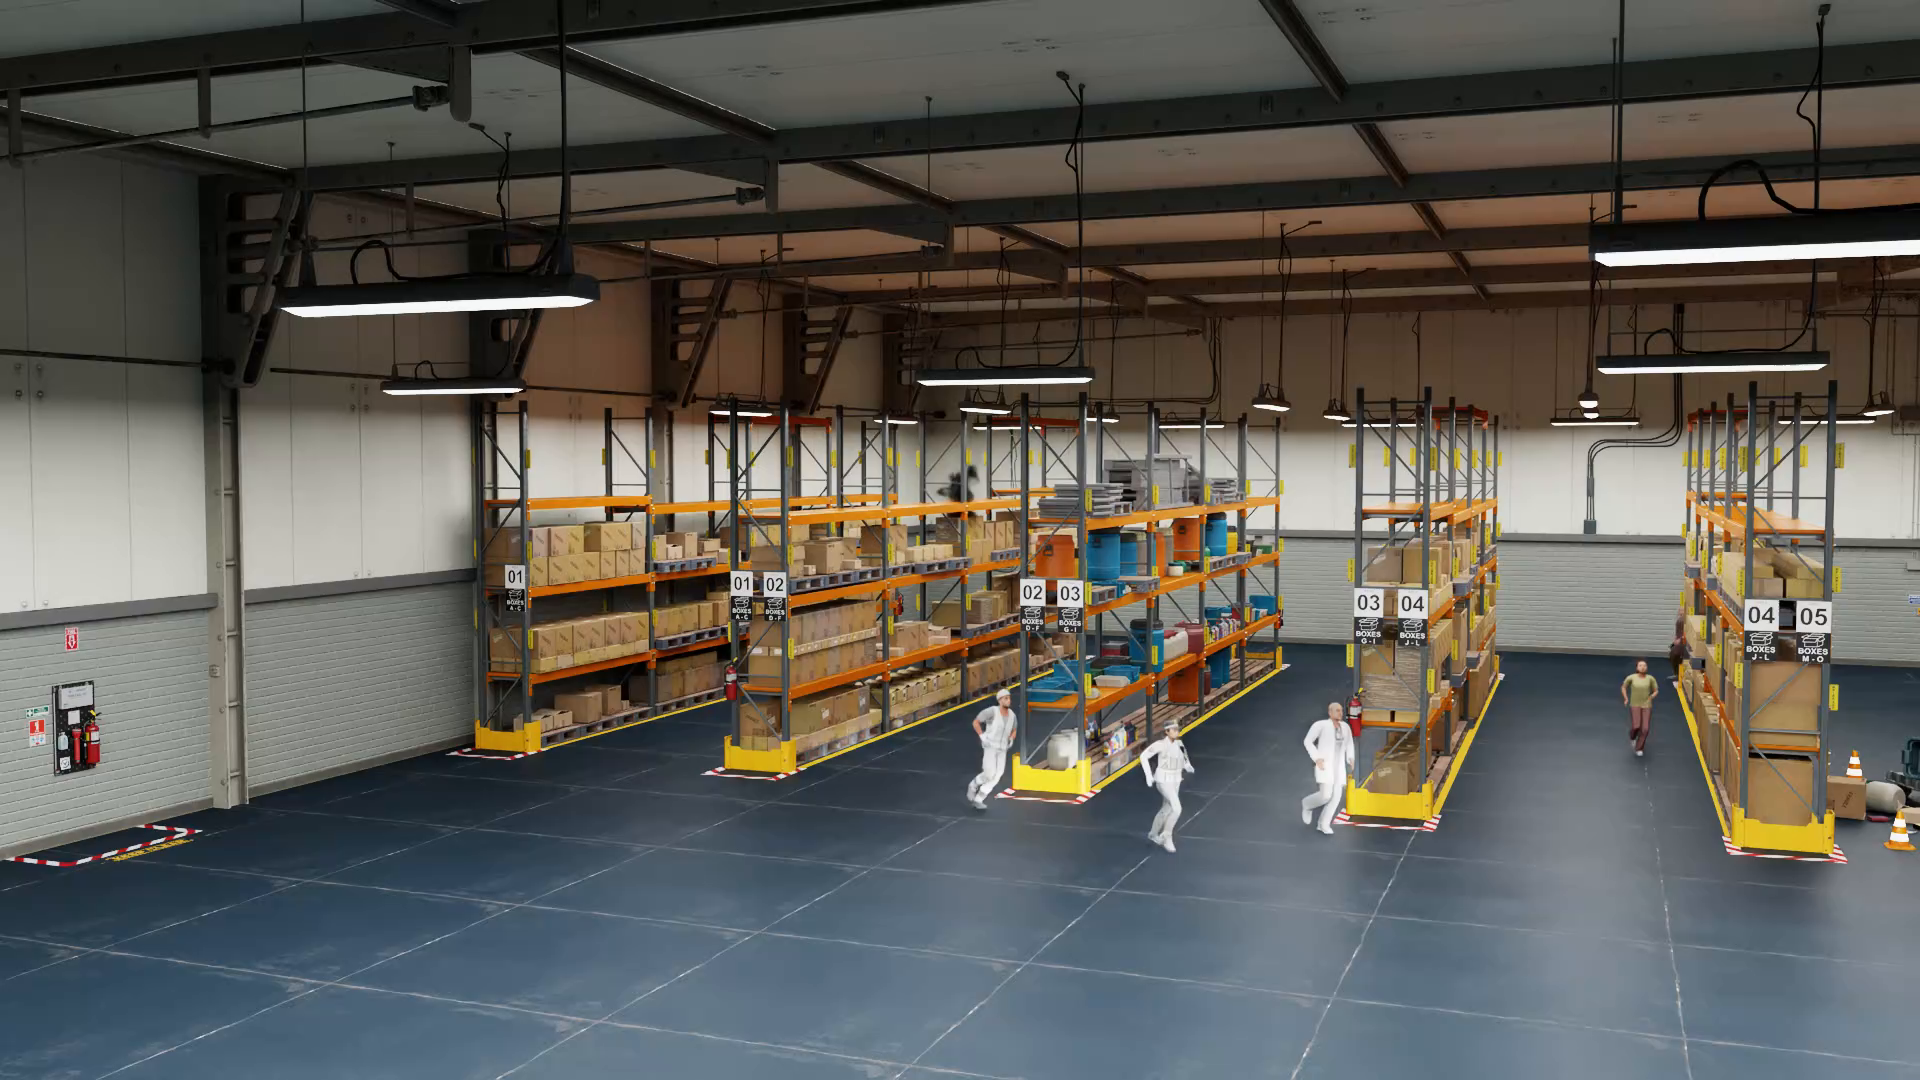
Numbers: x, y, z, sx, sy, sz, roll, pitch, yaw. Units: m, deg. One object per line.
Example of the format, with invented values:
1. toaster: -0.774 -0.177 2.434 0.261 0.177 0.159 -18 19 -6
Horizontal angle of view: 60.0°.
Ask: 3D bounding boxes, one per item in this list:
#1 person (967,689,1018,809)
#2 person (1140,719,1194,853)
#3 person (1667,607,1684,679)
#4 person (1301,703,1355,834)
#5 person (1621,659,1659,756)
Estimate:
1. person: 0.513 2.985 23.876 0.722 1.690 0.598 -2 3 -30
2. person: 2.676 3.127 21.249 0.574 1.714 0.783 -2 4 -40
3. person: 16.340 2.328 37.525 0.604 1.723 0.760 1 3 15
4. person: 4.990 3.048 22.432 0.737 1.725 0.658 -1 3 -22
5. person: 11.476 2.823 28.035 0.575 1.627 0.540 1 3 14
